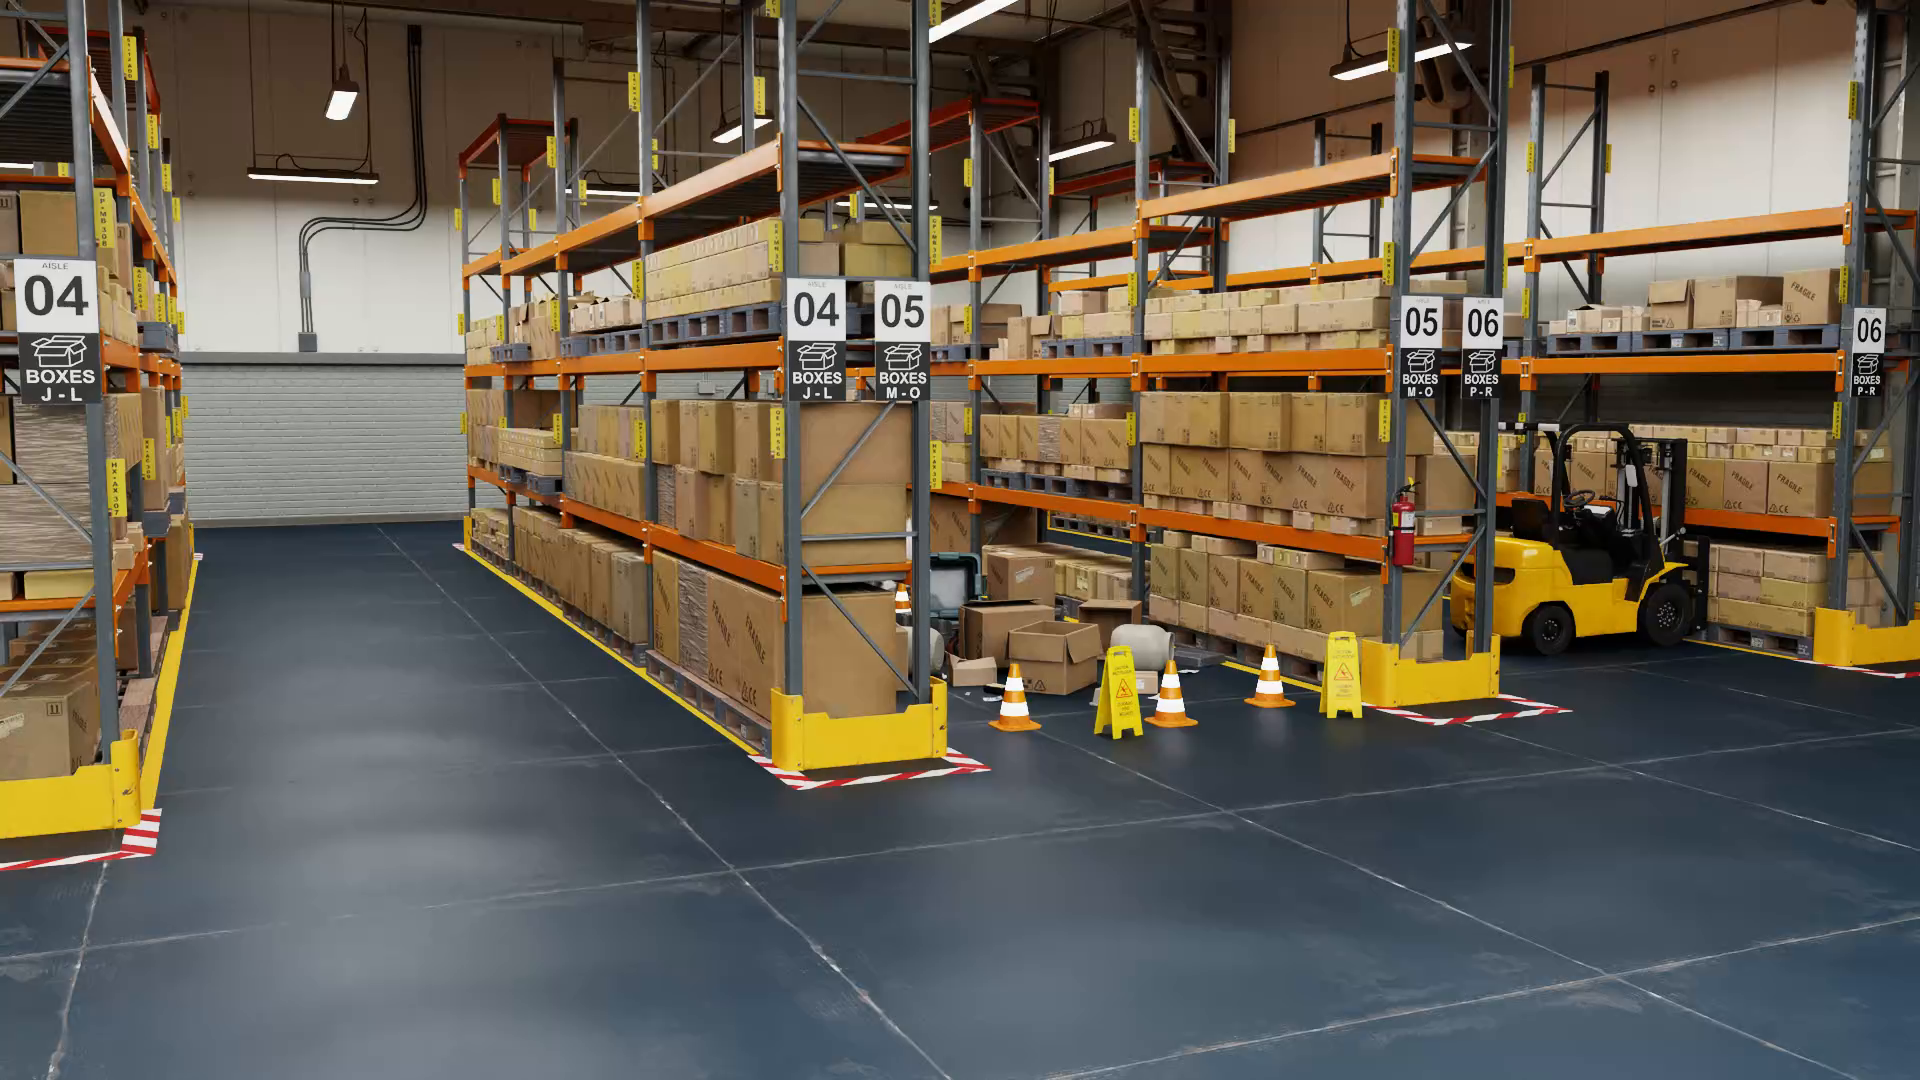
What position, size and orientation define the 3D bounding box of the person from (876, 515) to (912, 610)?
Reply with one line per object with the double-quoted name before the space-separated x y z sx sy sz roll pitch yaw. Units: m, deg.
"person" -0.723 0.224 18.692 0.520 1.113 0.953 -3 6 -26
